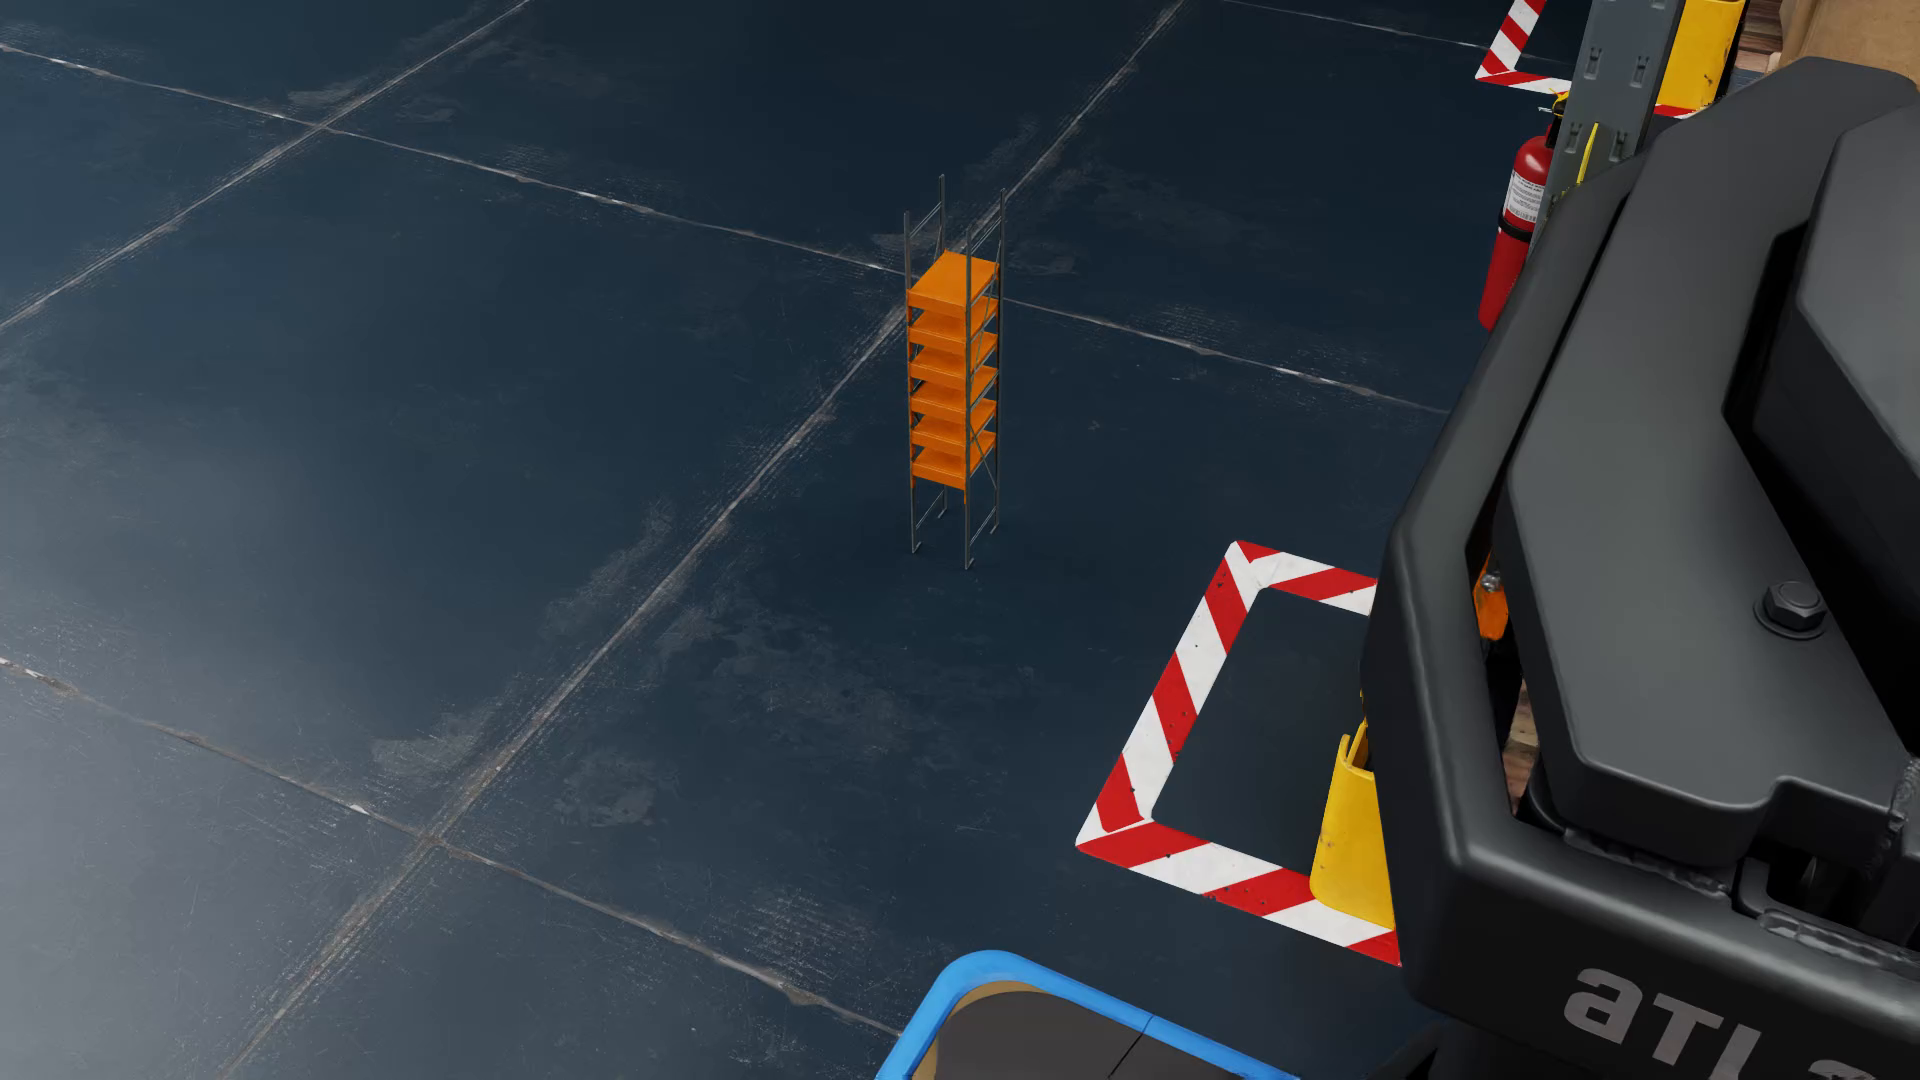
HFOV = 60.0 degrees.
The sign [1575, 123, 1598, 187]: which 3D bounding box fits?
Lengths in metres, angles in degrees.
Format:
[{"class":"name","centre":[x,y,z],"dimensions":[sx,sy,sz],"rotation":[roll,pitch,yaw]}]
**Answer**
[{"class":"sign","centre":[1.052,-0.551,2.874],"dimensions":[0.005,0.325,0.100],"rotation":[17,44,19]}]

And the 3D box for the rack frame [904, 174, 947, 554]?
[{"class":"rack frame","centre":[-0.096,-0.483,4.891],"dimensions":[0.006,1.200,0.240],"rotation":[17,44,19]}]

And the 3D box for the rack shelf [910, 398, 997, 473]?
[{"class":"rack shelf","centre":[-0.013,-0.333,4.969],"dimensions":[0.180,0.103,0.258],"rotation":[17,44,19]}]

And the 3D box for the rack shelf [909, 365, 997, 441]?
[{"class":"rack shelf","centre":[-0.013,-0.424,4.891],"dimensions":[0.180,0.103,0.258],"rotation":[17,44,19]}]

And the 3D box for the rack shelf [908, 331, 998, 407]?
[{"class":"rack shelf","centre":[-0.013,-0.514,4.812],"dimensions":[0.180,0.103,0.258],"rotation":[17,44,19]}]

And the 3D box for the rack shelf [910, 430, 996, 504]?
[{"class":"rack shelf","centre":[-0.013,-0.242,5.048],"dimensions":[0.180,0.103,0.258],"rotation":[17,44,19]}]

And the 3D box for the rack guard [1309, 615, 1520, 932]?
[{"class":"rack guard","centre":[1.271,0.416,4.388],"dimensions":[0.348,0.500,1.175],"rotation":[17,44,19]}]

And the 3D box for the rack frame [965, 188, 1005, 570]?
[{"class":"rack frame","centre":[0.070,-0.432,4.832],"dimensions":[0.006,1.200,0.240],"rotation":[17,44,19]}]

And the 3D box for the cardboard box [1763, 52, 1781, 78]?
[{"class":"cardboard box","centre":[1.719,-0.812,3.325],"dimensions":[0.250,0.149,0.380],"rotation":[16,44,18]}]

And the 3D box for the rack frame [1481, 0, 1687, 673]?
[{"class":"rack frame","centre":[1.292,-0.522,3.562],"dimensions":[0.127,3.000,1.000],"rotation":[17,44,19]}]

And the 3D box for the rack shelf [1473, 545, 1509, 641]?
[{"class":"rack shelf","centre":[3.105,0.304,3.158],"dimensions":[4.000,0.370,1.077],"rotation":[17,44,19]}]

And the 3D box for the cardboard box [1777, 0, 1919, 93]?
[{"class":"cardboard box","centre":[1.758,-0.898,2.929],"dimensions":[0.500,0.500,0.700],"rotation":[17,44,19]}]

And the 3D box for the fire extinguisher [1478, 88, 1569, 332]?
[{"class":"fire extinguisher","centre":[1.382,-0.801,3.943],"dimensions":[0.183,0.674,0.296],"rotation":[17,44,19]}]

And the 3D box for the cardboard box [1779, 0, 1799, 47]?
[{"class":"cardboard box","centre":[3.973,-2.368,7.409],"dimensions":[0.500,0.311,0.500],"rotation":[12,42,14]}]

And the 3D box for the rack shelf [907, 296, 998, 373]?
[{"class":"rack shelf","centre":[-0.013,-0.605,4.734],"dimensions":[0.180,0.103,0.258],"rotation":[17,44,19]}]

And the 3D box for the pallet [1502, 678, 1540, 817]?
[{"class":"pallet","centre":[2.003,0.719,4.259],"dimensions":[1.213,0.211,1.003],"rotation":[17,44,19]}]

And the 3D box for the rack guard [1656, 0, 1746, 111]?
[{"class":"rack guard","centre":[3.452,-2.497,7.749],"dimensions":[0.348,0.500,1.175],"rotation":[17,44,19]}]

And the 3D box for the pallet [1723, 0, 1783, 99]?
[{"class":"pallet","centre":[4.174,-2.142,7.560],"dimensions":[1.213,0.211,1.003],"rotation":[17,44,19]}]

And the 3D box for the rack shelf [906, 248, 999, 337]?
[{"class":"rack shelf","centre":[-0.013,-0.696,4.655],"dimensions":[0.180,0.103,0.258],"rotation":[17,44,19]}]

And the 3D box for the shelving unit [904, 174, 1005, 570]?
[{"class":"shelving unit","centre":[-0.013,-0.457,4.862],"dimensions":[0.189,1.200,0.258],"rotation":[17,44,19]}]

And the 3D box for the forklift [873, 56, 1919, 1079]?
[{"class":"forklift","centre":[1.100,1.110,1.731],"dimensions":[3.031,2.935,1.130],"rotation":[19,44,21]}]
